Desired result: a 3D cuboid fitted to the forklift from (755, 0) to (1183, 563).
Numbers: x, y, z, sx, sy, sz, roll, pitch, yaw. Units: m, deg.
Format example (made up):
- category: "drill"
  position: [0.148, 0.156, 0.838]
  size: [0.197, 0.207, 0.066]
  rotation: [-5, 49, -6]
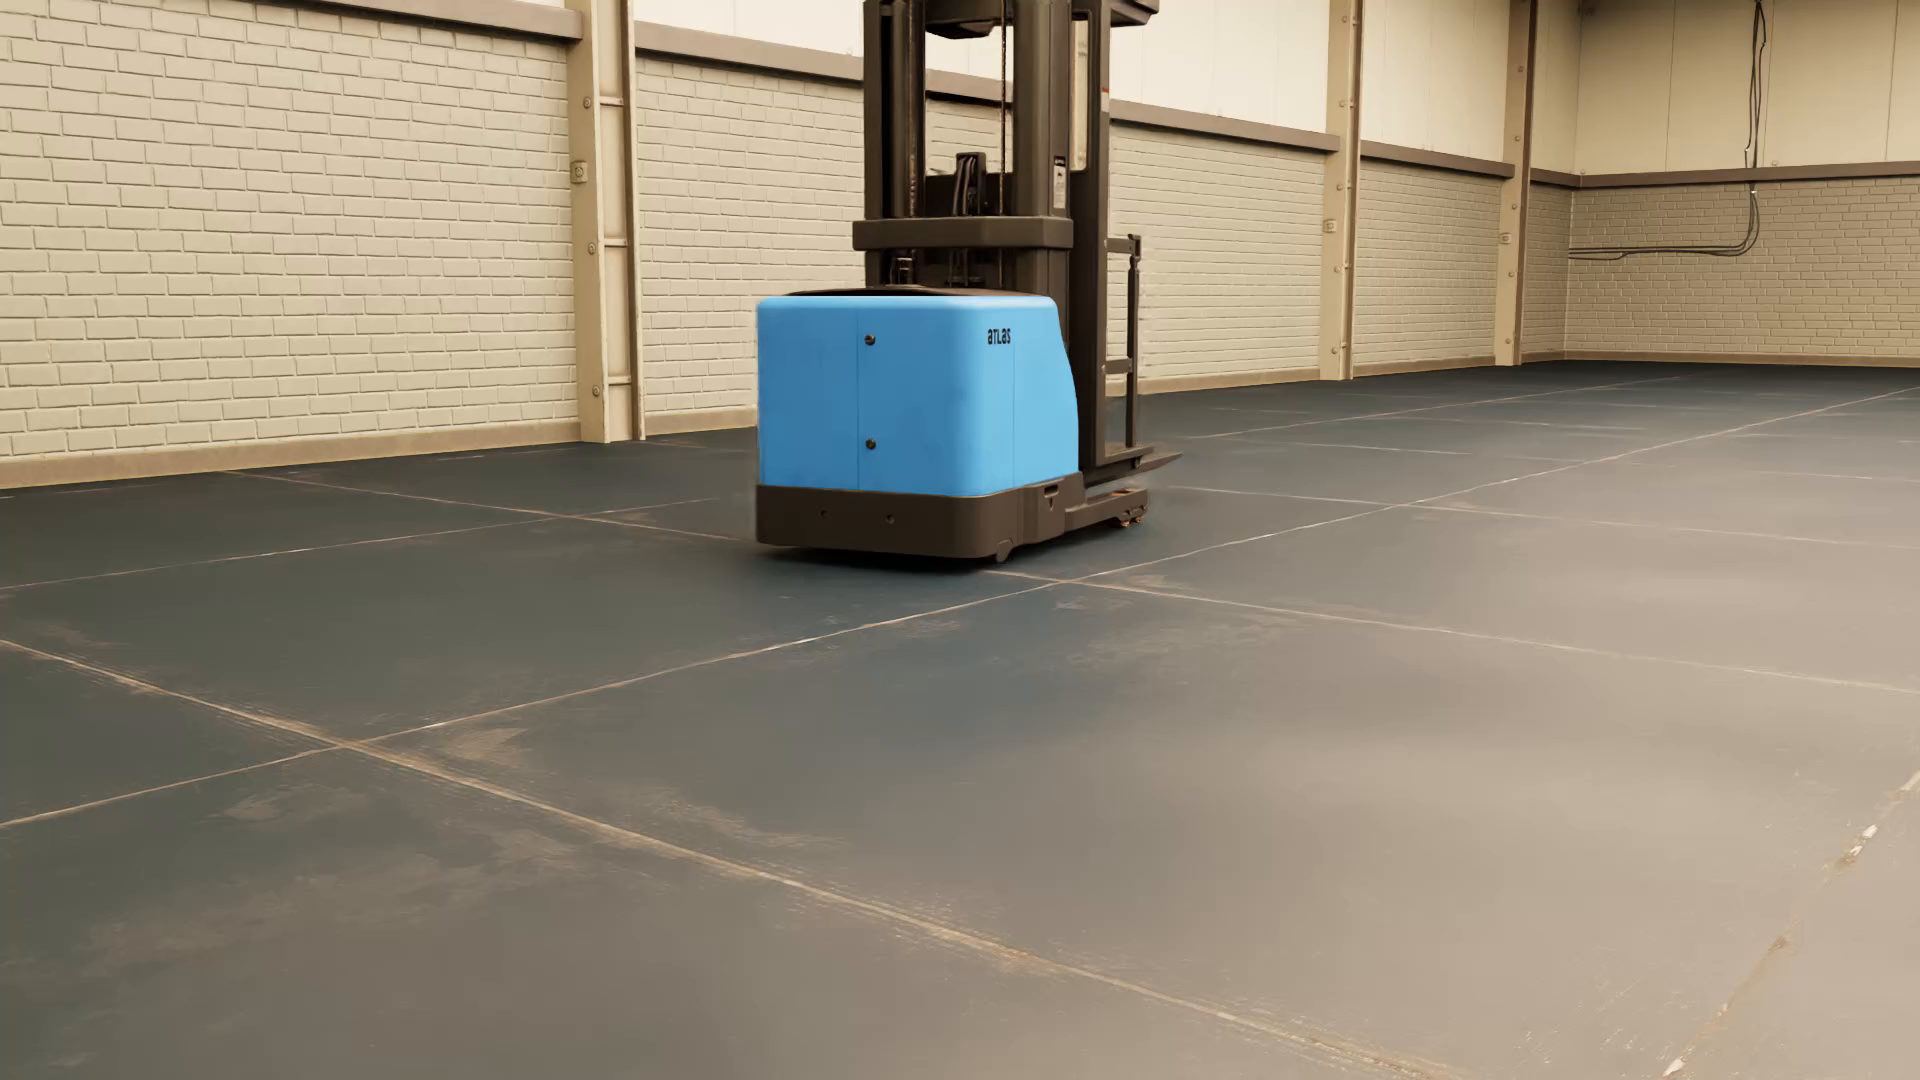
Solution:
- category: "forklift"
  position: [0.257, -1.533, 7.757]
  size: [1.130, 2.935, 3.031]
  rotation: [4, 9, 26]
